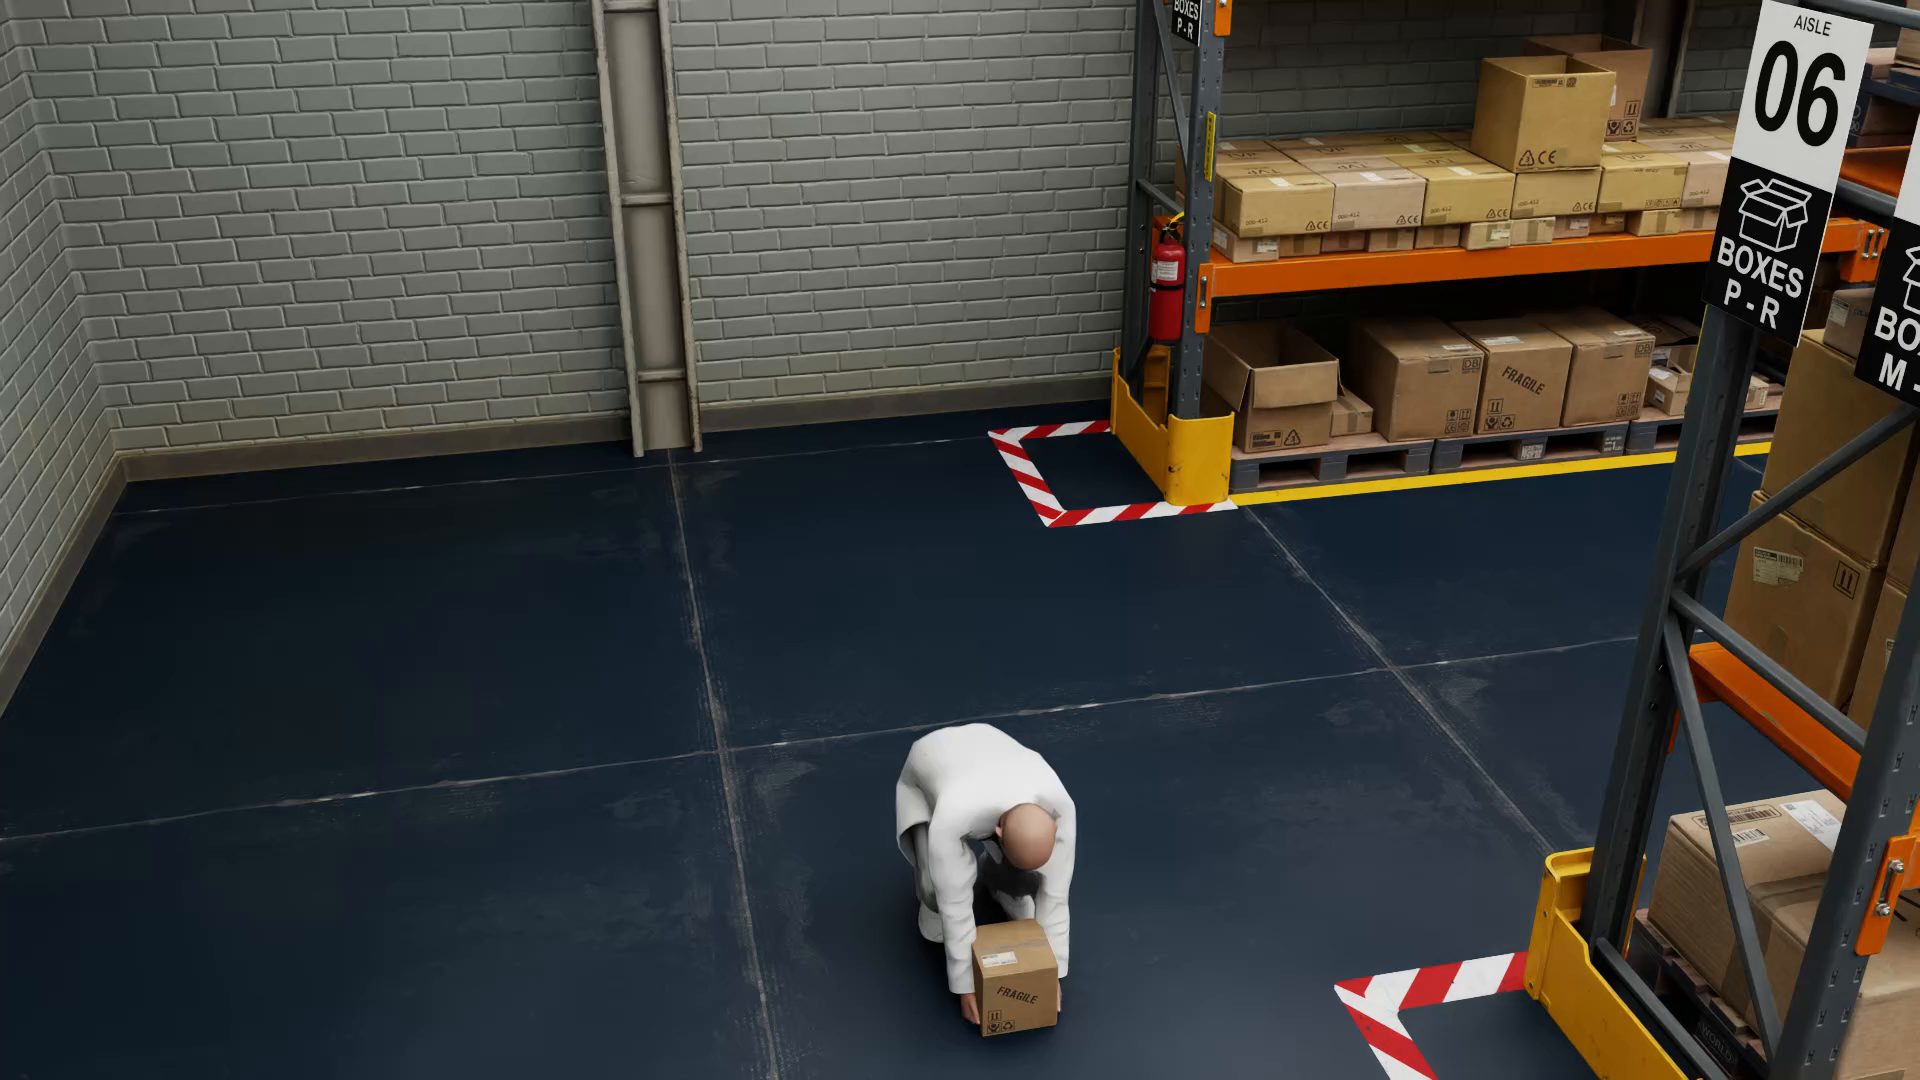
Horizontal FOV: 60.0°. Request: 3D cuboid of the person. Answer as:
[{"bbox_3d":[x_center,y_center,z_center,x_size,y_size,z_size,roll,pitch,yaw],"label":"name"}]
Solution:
[{"bbox_3d":[0.081,1.057,5.652,0.577,0.829,0.932,-6,27,-13],"label":"person"}]
